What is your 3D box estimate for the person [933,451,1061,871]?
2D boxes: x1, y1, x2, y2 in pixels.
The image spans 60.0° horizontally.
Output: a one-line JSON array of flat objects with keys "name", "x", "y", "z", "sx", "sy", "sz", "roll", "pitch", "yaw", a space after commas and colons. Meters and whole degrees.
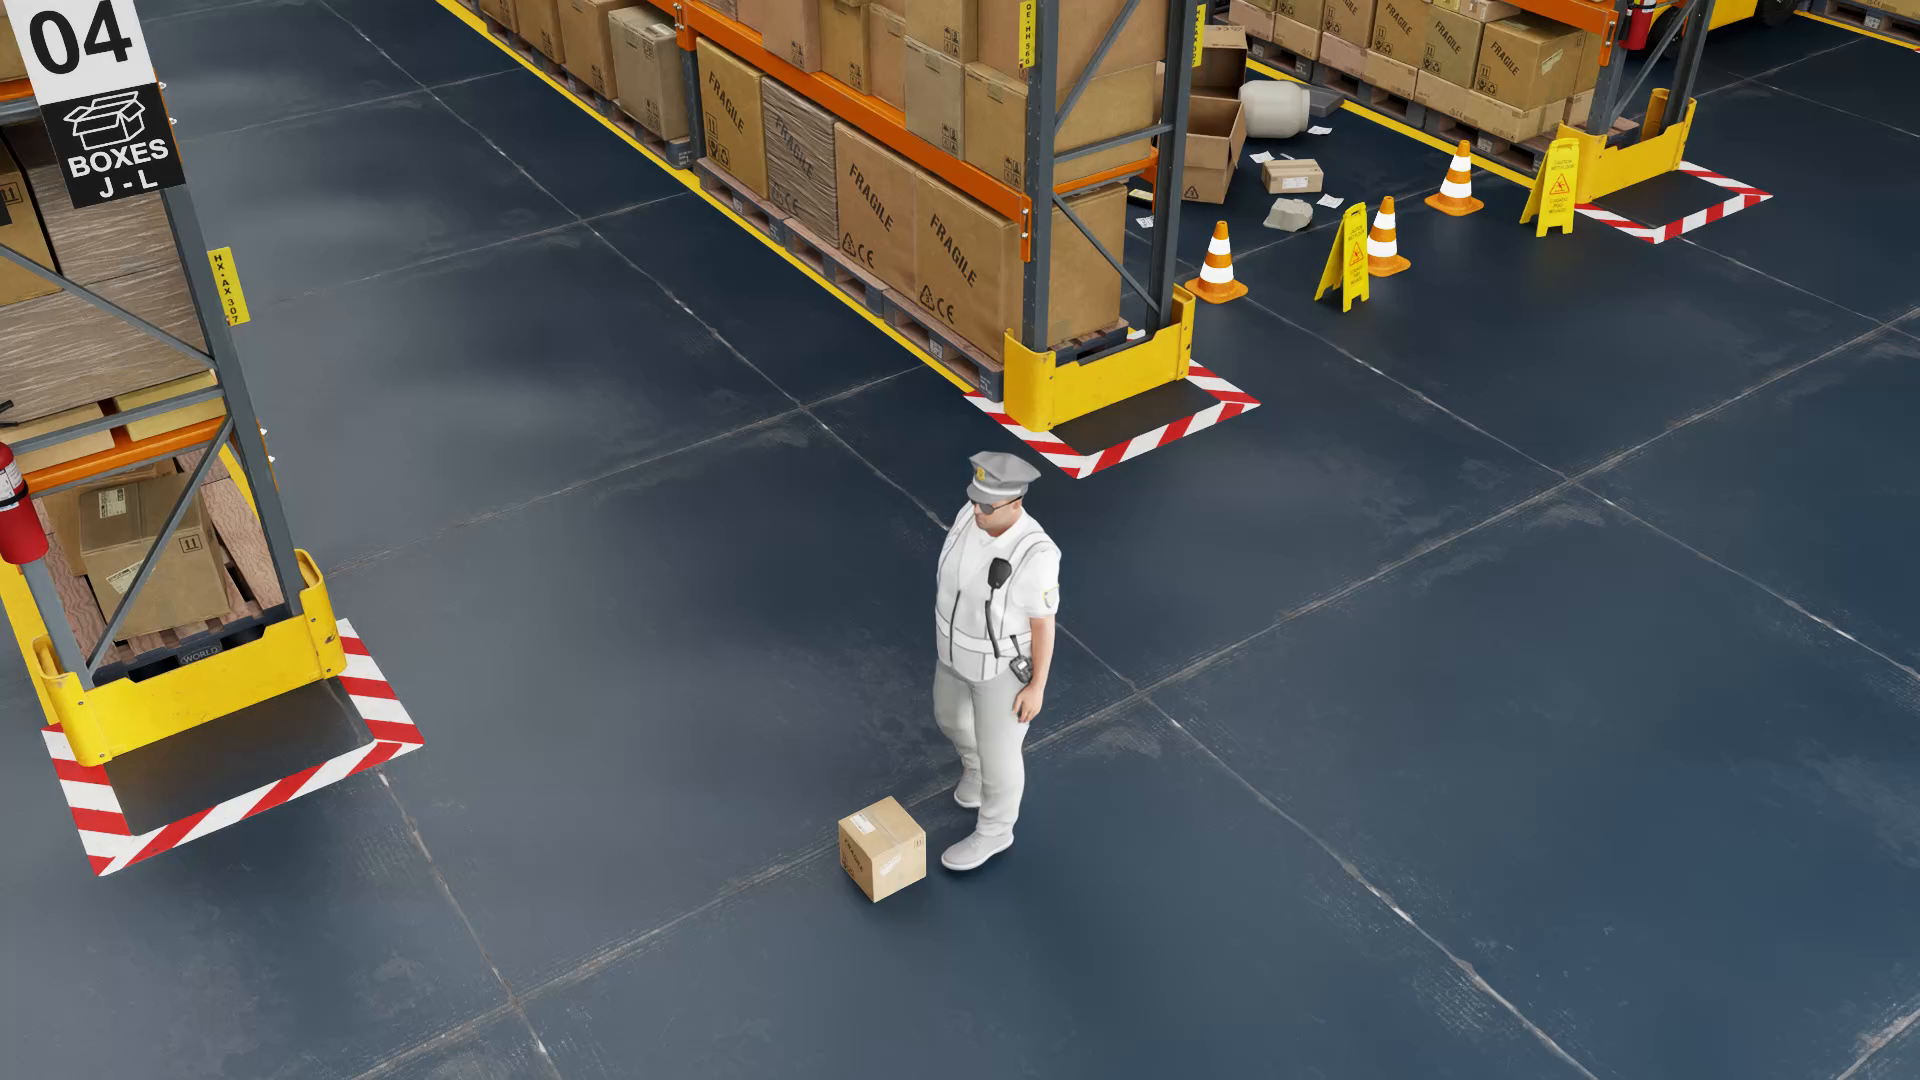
[{"name": "person", "x": 0.079, "y": 0.463, "z": 6.362, "sx": 0.562, "sy": 1.777, "sz": 0.556, "roll": -27, "pitch": 44, "yaw": -32}]
